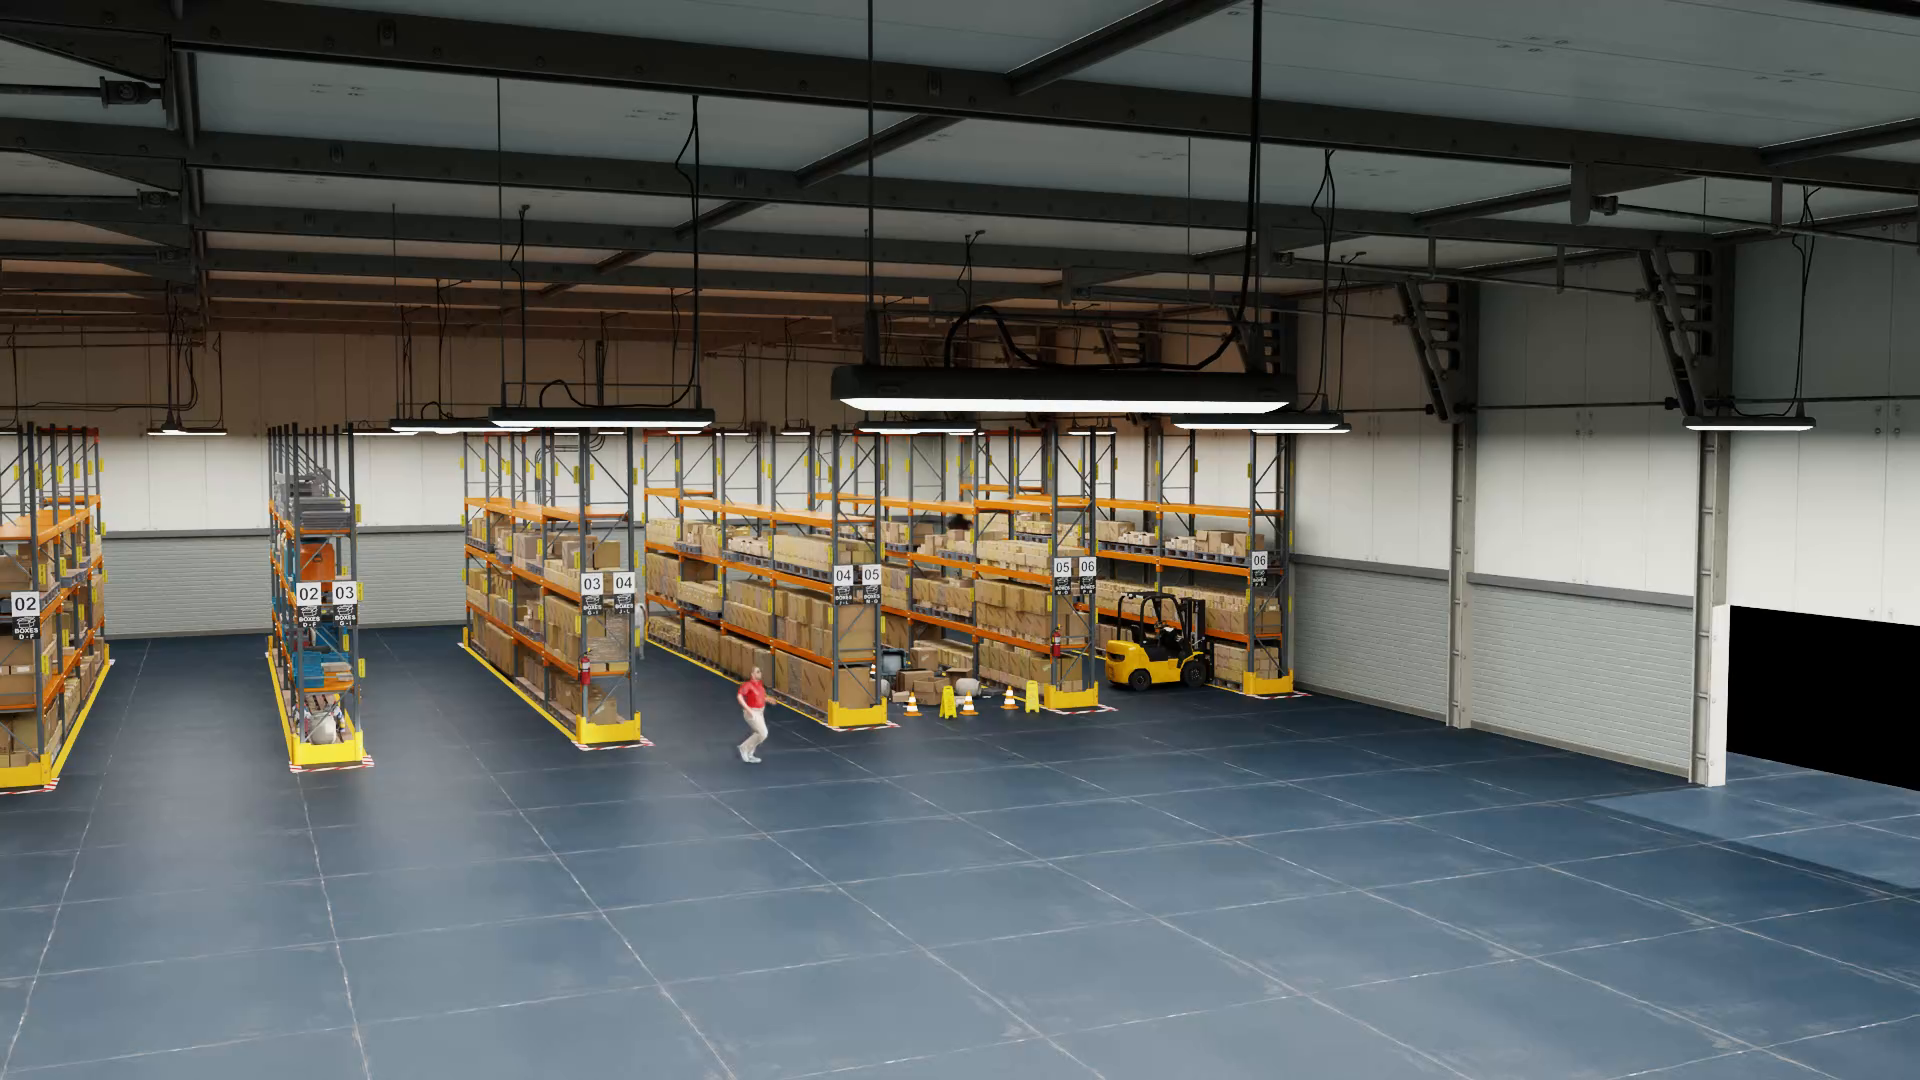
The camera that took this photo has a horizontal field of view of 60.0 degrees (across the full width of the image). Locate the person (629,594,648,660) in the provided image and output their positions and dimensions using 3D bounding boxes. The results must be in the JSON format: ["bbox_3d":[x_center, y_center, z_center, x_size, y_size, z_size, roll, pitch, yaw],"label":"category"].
[{"bbox_3d":[-8.430,2.256,43.381,0.608,1.689,0.894,-1,4,-19],"label":"person"}]

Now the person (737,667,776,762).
[{"bbox_3d":[-3.561,3.079,29.388,0.585,1.694,0.644,1,4,14],"label":"person"}]

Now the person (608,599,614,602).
[{"bbox_3d":[-9.128,2.106,44.808,0.669,1.828,0.800,-2,4,-27],"label":"person"}]
